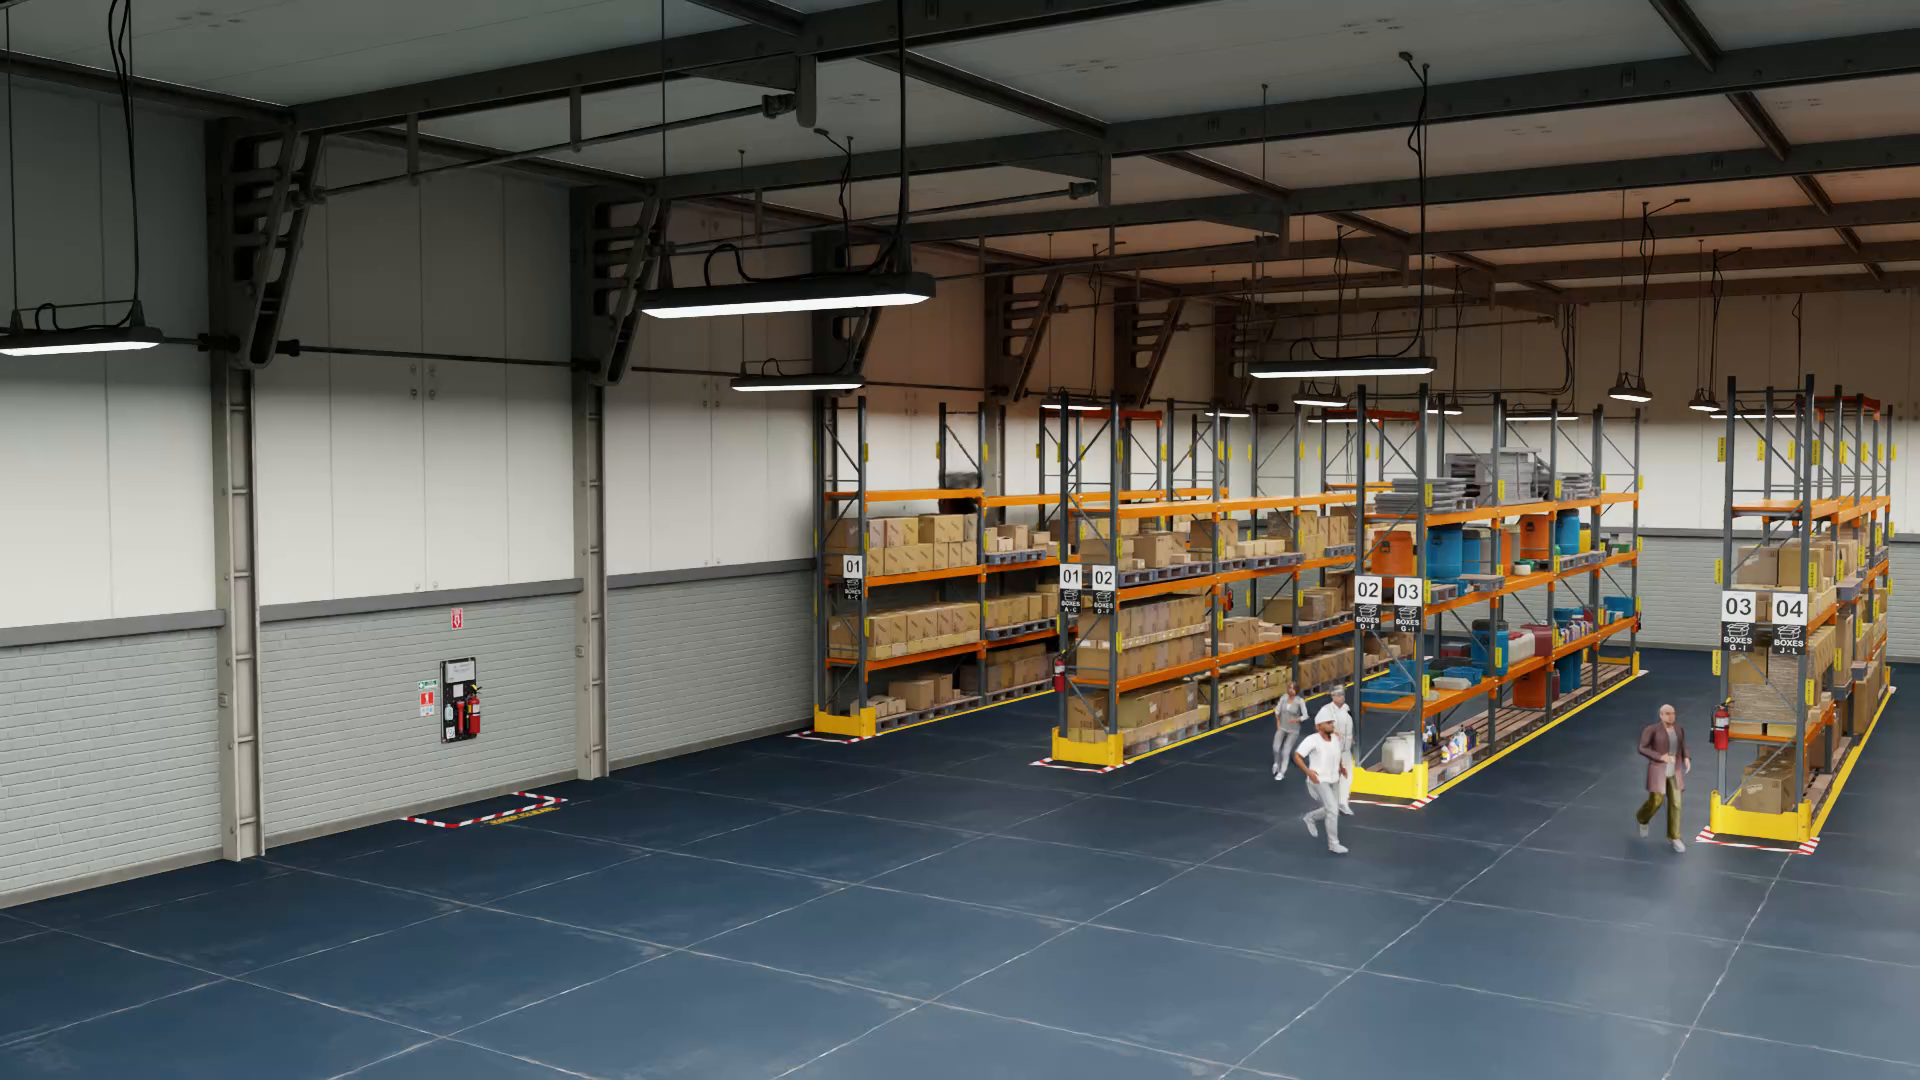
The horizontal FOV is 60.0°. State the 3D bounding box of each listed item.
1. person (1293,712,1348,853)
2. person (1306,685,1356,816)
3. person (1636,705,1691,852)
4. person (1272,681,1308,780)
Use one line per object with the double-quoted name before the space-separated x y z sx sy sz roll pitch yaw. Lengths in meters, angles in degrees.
"person" 4.577 3.035 20.968 0.732 1.737 0.810 -2 4 -36
"person" 5.262 2.908 23.338 0.666 1.792 0.910 -1 3 -25
"person" 8.987 2.990 21.235 0.732 1.801 0.950 0 3 -6
"person" 5.013 2.921 25.346 0.570 1.518 0.471 1 3 25
